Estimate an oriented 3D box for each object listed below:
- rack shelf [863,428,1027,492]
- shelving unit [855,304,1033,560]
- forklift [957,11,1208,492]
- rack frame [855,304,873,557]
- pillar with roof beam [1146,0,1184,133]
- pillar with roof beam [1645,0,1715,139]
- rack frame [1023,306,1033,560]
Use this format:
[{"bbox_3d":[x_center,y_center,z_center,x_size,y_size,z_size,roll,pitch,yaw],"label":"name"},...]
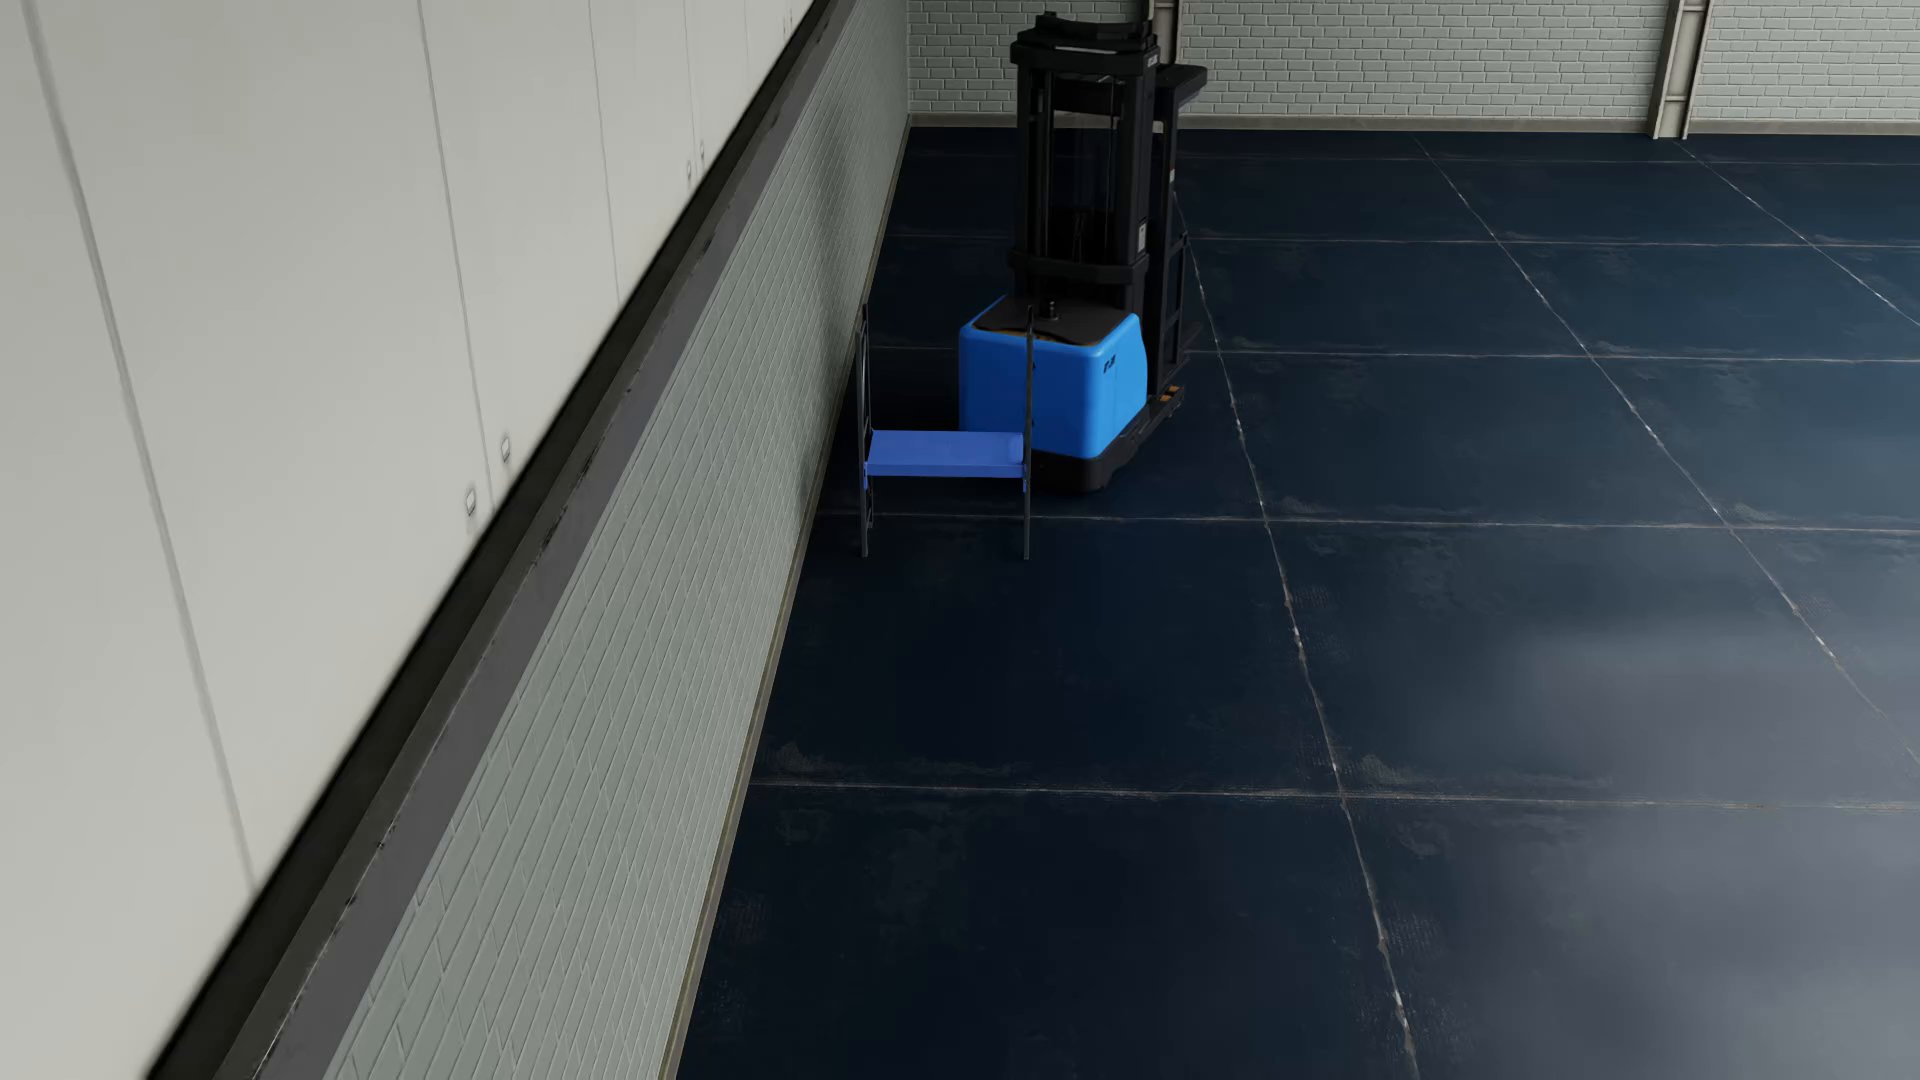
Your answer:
[{"bbox_3d":[-0.085,-0.505,10.411,1.000,0.185,0.538,1,28,2],"label":"rack shelf"},{"bbox_3d":[-0.085,-0.664,10.327,1.048,1.500,0.538,1,28,2],"label":"shelving unit"},{"bbox_3d":[1.047,-2.283,11.853,1.130,2.935,3.031,12,30,21],"label":"forklift"},{"bbox_3d":[-0.593,-0.672,10.343,0.032,1.500,0.500,1,28,2],"label":"rack frame"},{"bbox_3d":[2.218,-6.857,14.002,0.400,9.000,9.100,1,28,2],"label":"pillar with roof beam"},{"bbox_3d":[8.215,-6.758,13.815,0.400,9.000,9.100,1,28,2],"label":"pillar with roof beam"},{"bbox_3d":[0.423,-0.656,10.311,0.032,1.500,0.500,1,28,2],"label":"rack frame"}]
